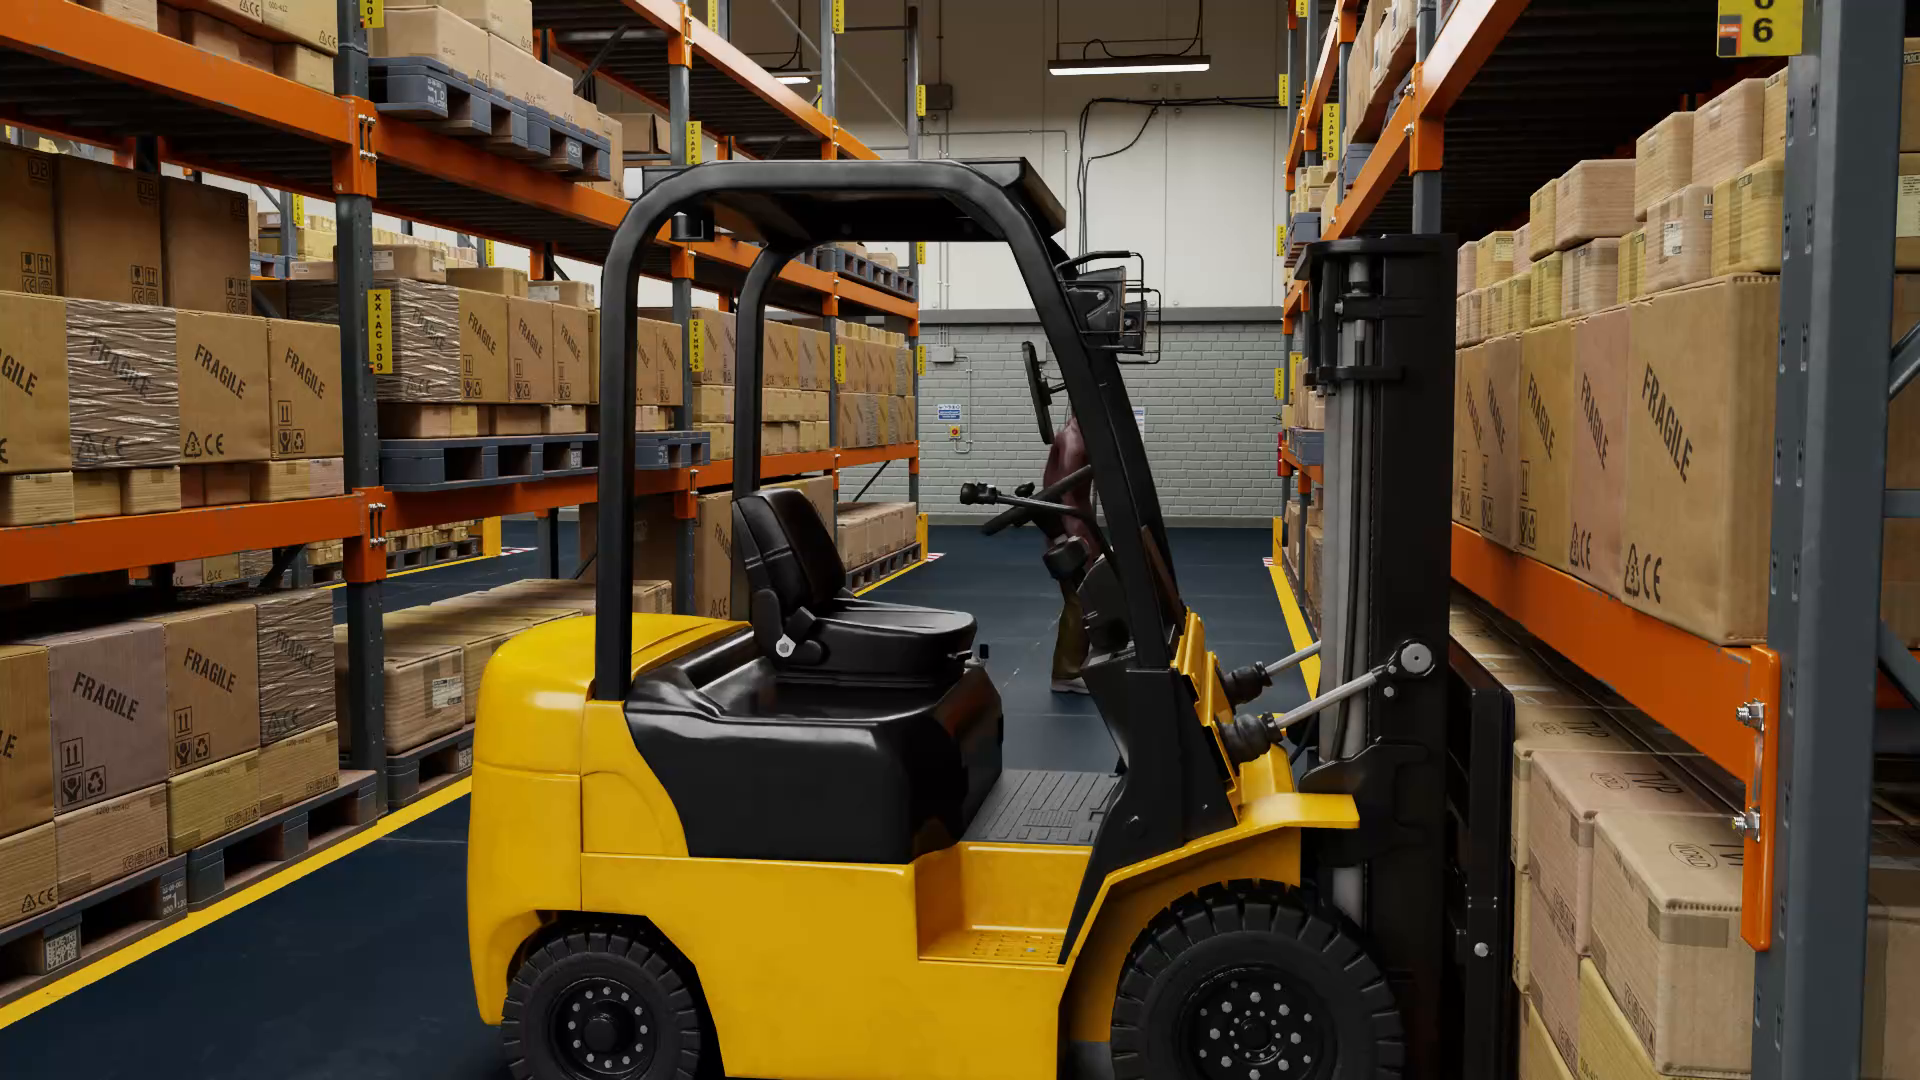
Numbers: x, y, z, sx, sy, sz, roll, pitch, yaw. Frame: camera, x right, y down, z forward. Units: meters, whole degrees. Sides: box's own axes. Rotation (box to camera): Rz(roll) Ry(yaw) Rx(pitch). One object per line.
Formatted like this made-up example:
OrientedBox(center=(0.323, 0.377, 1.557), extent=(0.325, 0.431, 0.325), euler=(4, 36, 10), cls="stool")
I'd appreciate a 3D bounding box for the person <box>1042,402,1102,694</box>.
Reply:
OrientedBox(center=(0.693, -0.013, 9.761), extent=(0.428, 1.773, 0.641), euler=(1, 4, 8), cls="person")
